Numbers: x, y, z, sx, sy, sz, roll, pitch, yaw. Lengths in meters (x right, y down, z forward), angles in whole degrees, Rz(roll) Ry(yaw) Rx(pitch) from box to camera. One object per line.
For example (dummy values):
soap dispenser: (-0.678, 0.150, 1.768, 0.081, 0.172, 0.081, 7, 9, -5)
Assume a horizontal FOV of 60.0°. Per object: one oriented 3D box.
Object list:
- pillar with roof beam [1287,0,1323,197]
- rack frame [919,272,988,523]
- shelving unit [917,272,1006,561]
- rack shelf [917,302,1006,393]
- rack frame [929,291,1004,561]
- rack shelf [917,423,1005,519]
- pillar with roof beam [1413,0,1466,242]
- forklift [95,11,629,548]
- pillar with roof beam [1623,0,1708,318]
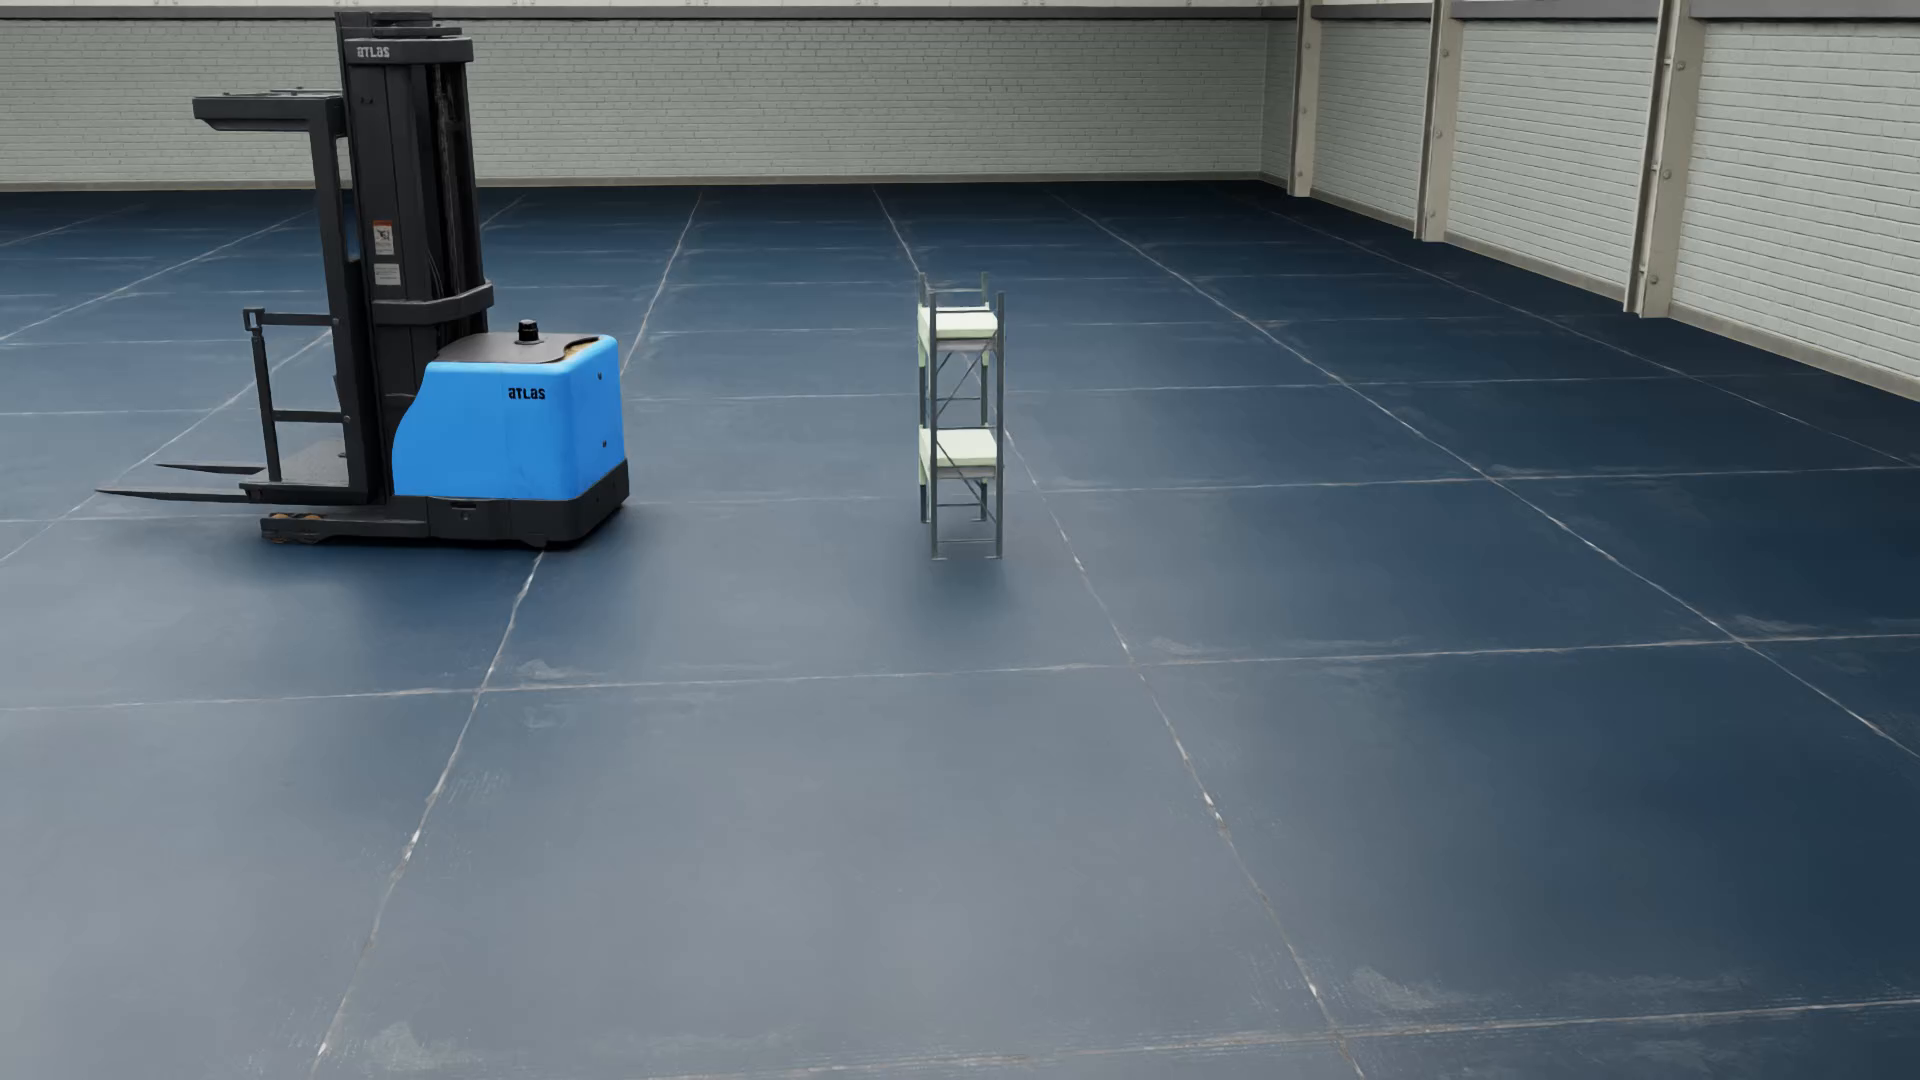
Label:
pillar with roof beam: (1.520, -10.052, 26.671, 9.100, 9.000, 0.400, -2, 18, -6)
rack frame: (-0.038, -0.827, 9.806, 0.400, 1.500, 0.023, -2, 18, -6)
shelving unit: (-0.001, -0.718, 9.459, 0.431, 1.500, 0.755, -2, 18, -6)
rack shelf: (-0.001, -1.090, 9.342, 0.431, 0.370, 0.720, -2, 18, -6)
rack frame: (0.037, -0.609, 9.111, 0.400, 1.500, 0.023, -2, 18, -6)
rack shelf: (-0.001, -0.407, 9.556, 0.431, 0.370, 0.720, -2, 18, -6)
pillar with roof beam: (2.139, -8.264, 20.977, 9.100, 9.000, 0.400, -2, 18, -6)
forklift: (-3.605, -1.528, 9.652, 3.031, 2.935, 1.130, 2, 18, 7)
pillar with roof beam: (2.758, -6.476, 15.283, 9.100, 9.000, 0.400, -2, 18, -6)
